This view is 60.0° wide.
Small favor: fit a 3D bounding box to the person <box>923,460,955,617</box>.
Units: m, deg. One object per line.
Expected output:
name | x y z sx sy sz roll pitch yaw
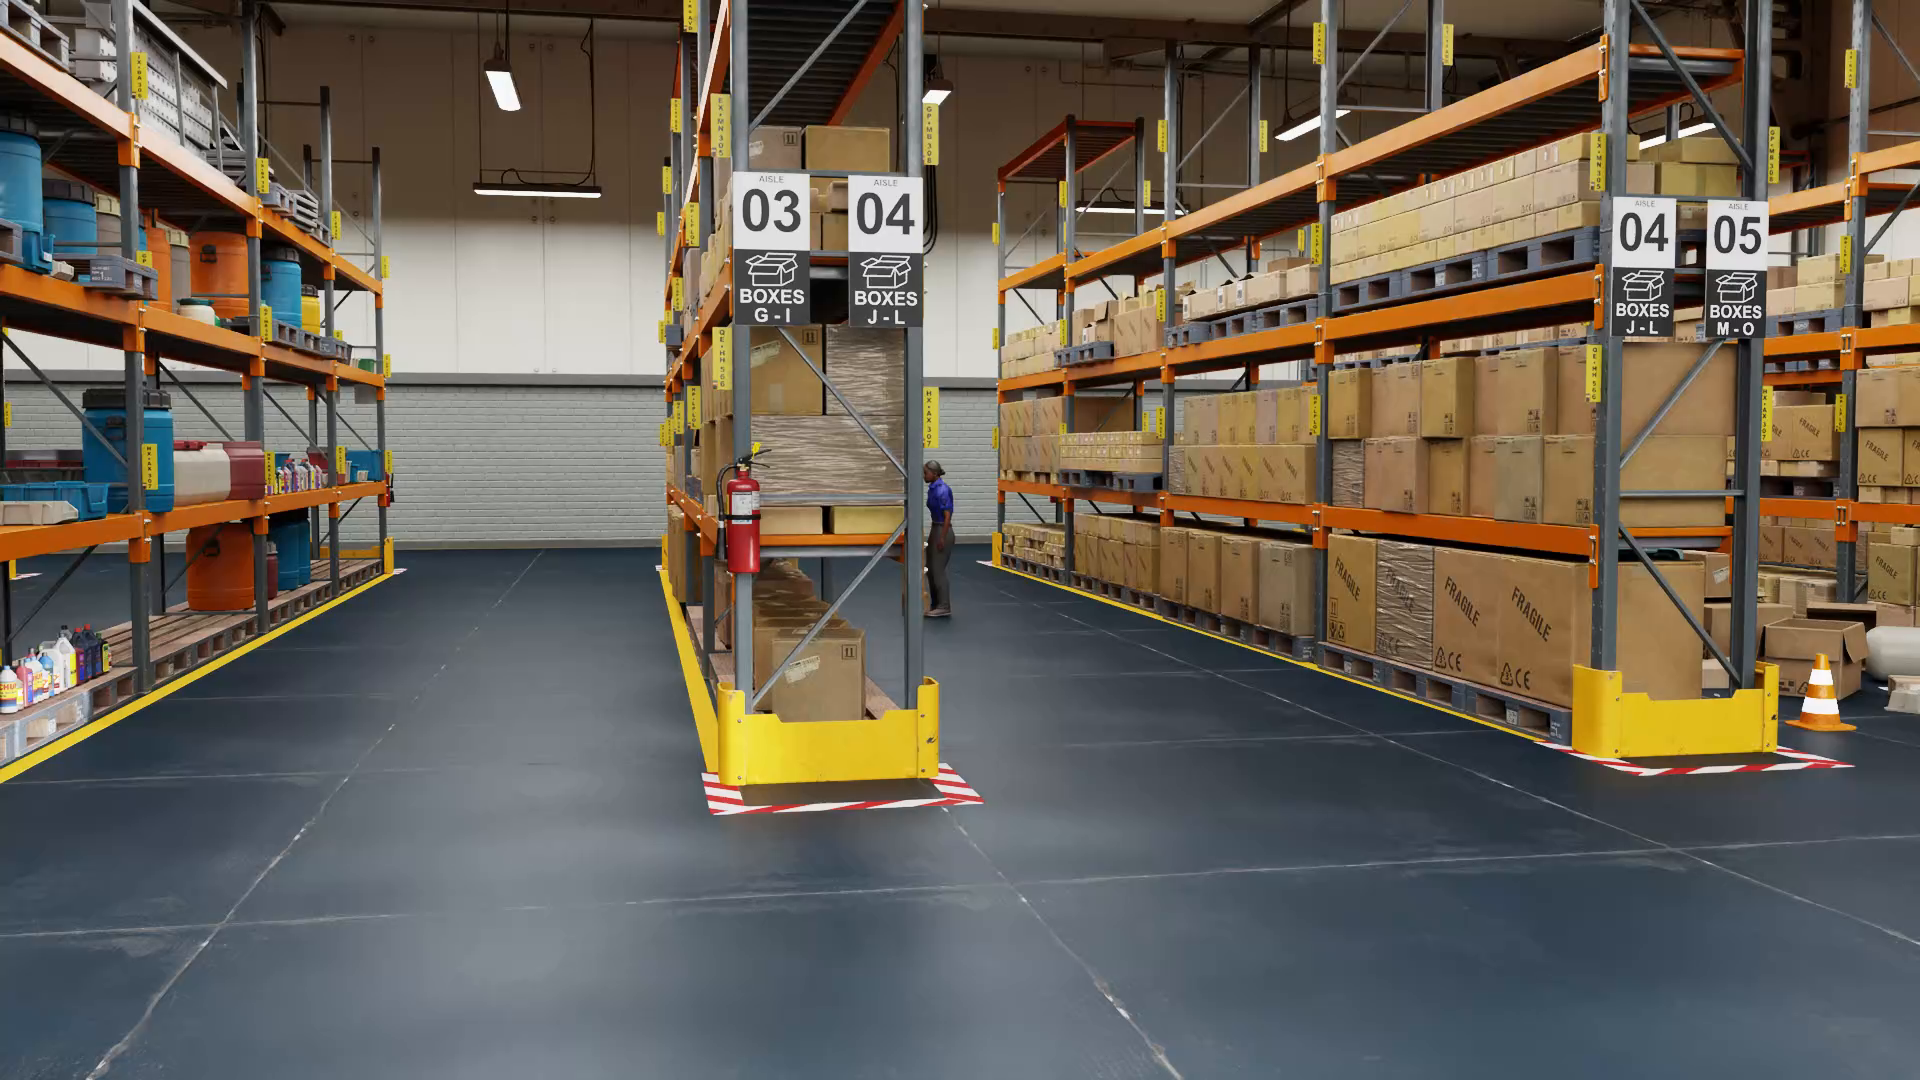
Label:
person | -0.240 -0.023 17.615 0.351 1.653 0.527 -1 3 -15
